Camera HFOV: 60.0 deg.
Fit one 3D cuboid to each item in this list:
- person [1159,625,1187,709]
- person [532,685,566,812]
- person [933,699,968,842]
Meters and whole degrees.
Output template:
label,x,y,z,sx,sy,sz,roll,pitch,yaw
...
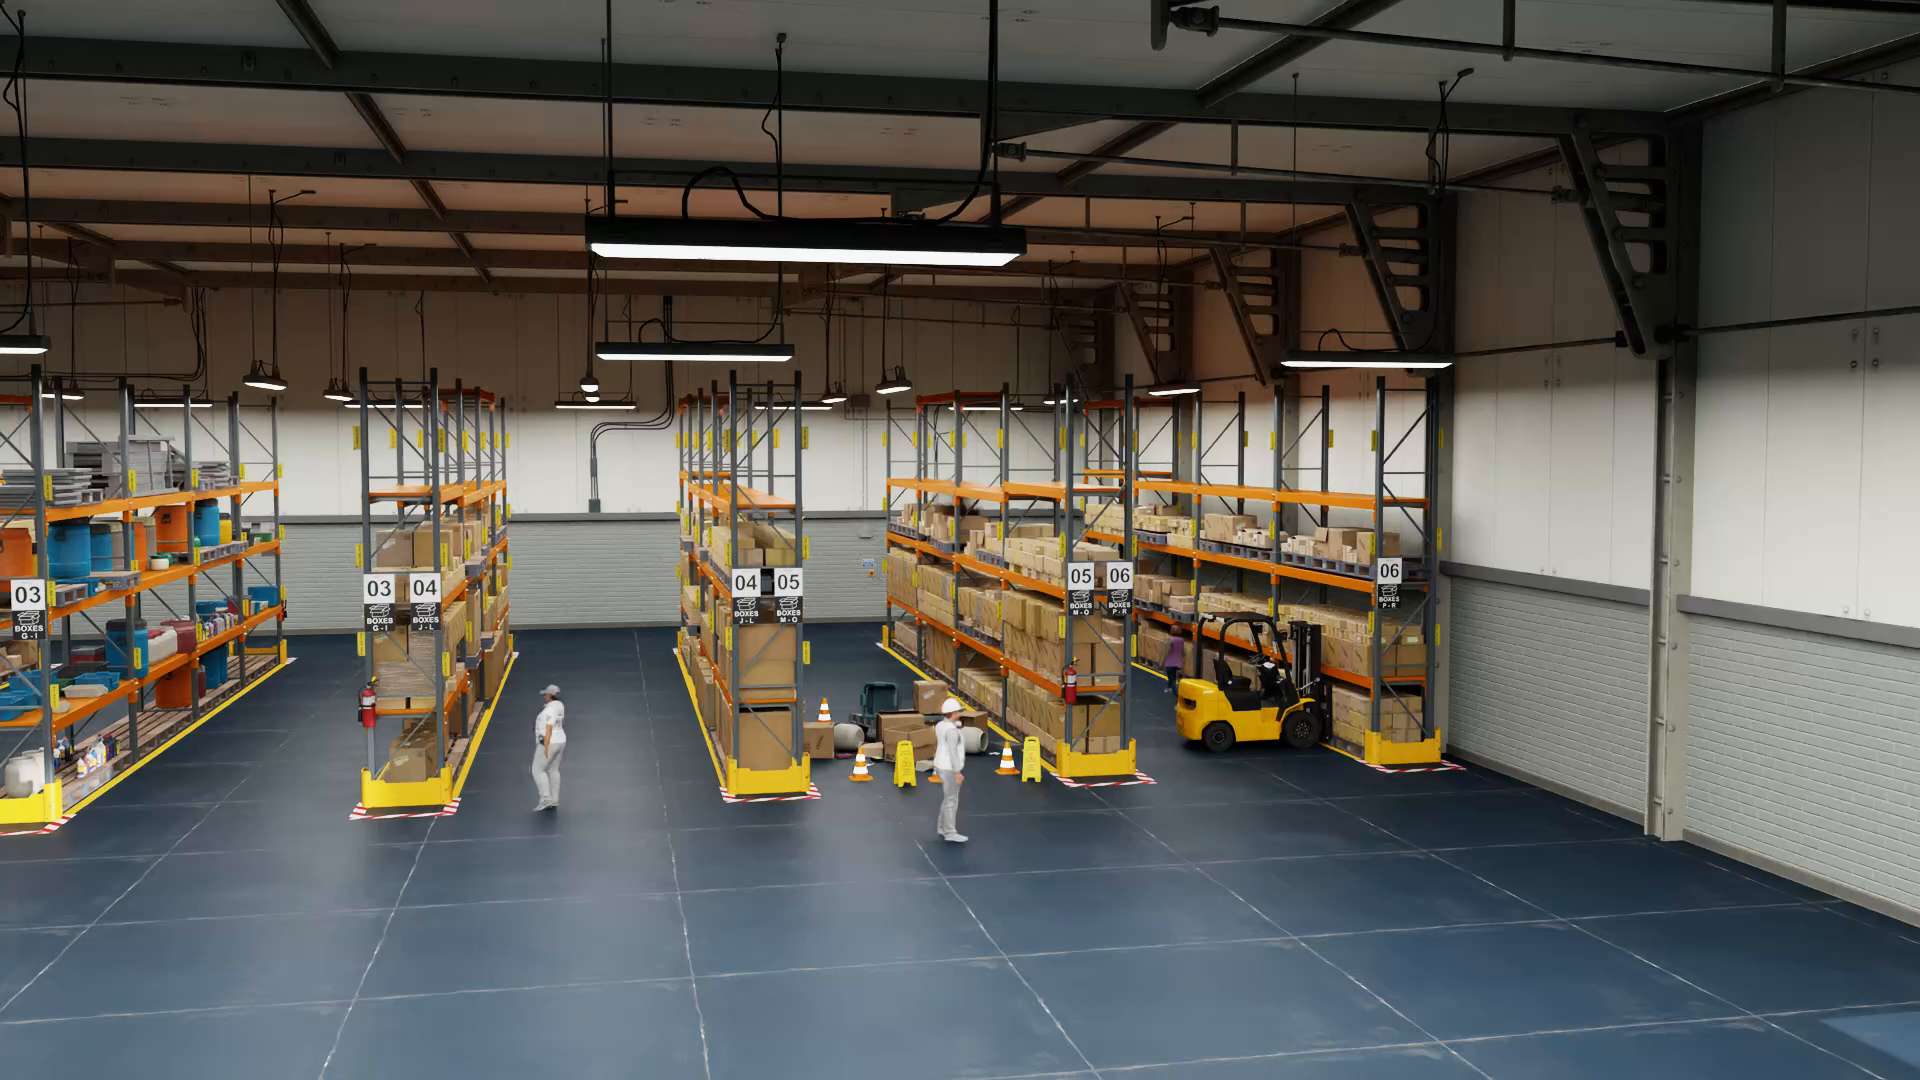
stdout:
label,x,y,z,sx,sy,sz,roll,pitch,yaw
person,3.974,2.343,31.011,0.465,1.547,0.841,-1,4,-23
person,-5.602,2.833,22.679,0.390,1.707,0.582,0,3,8
person,-0.121,2.914,20.882,0.376,1.854,0.622,-1,4,-16
